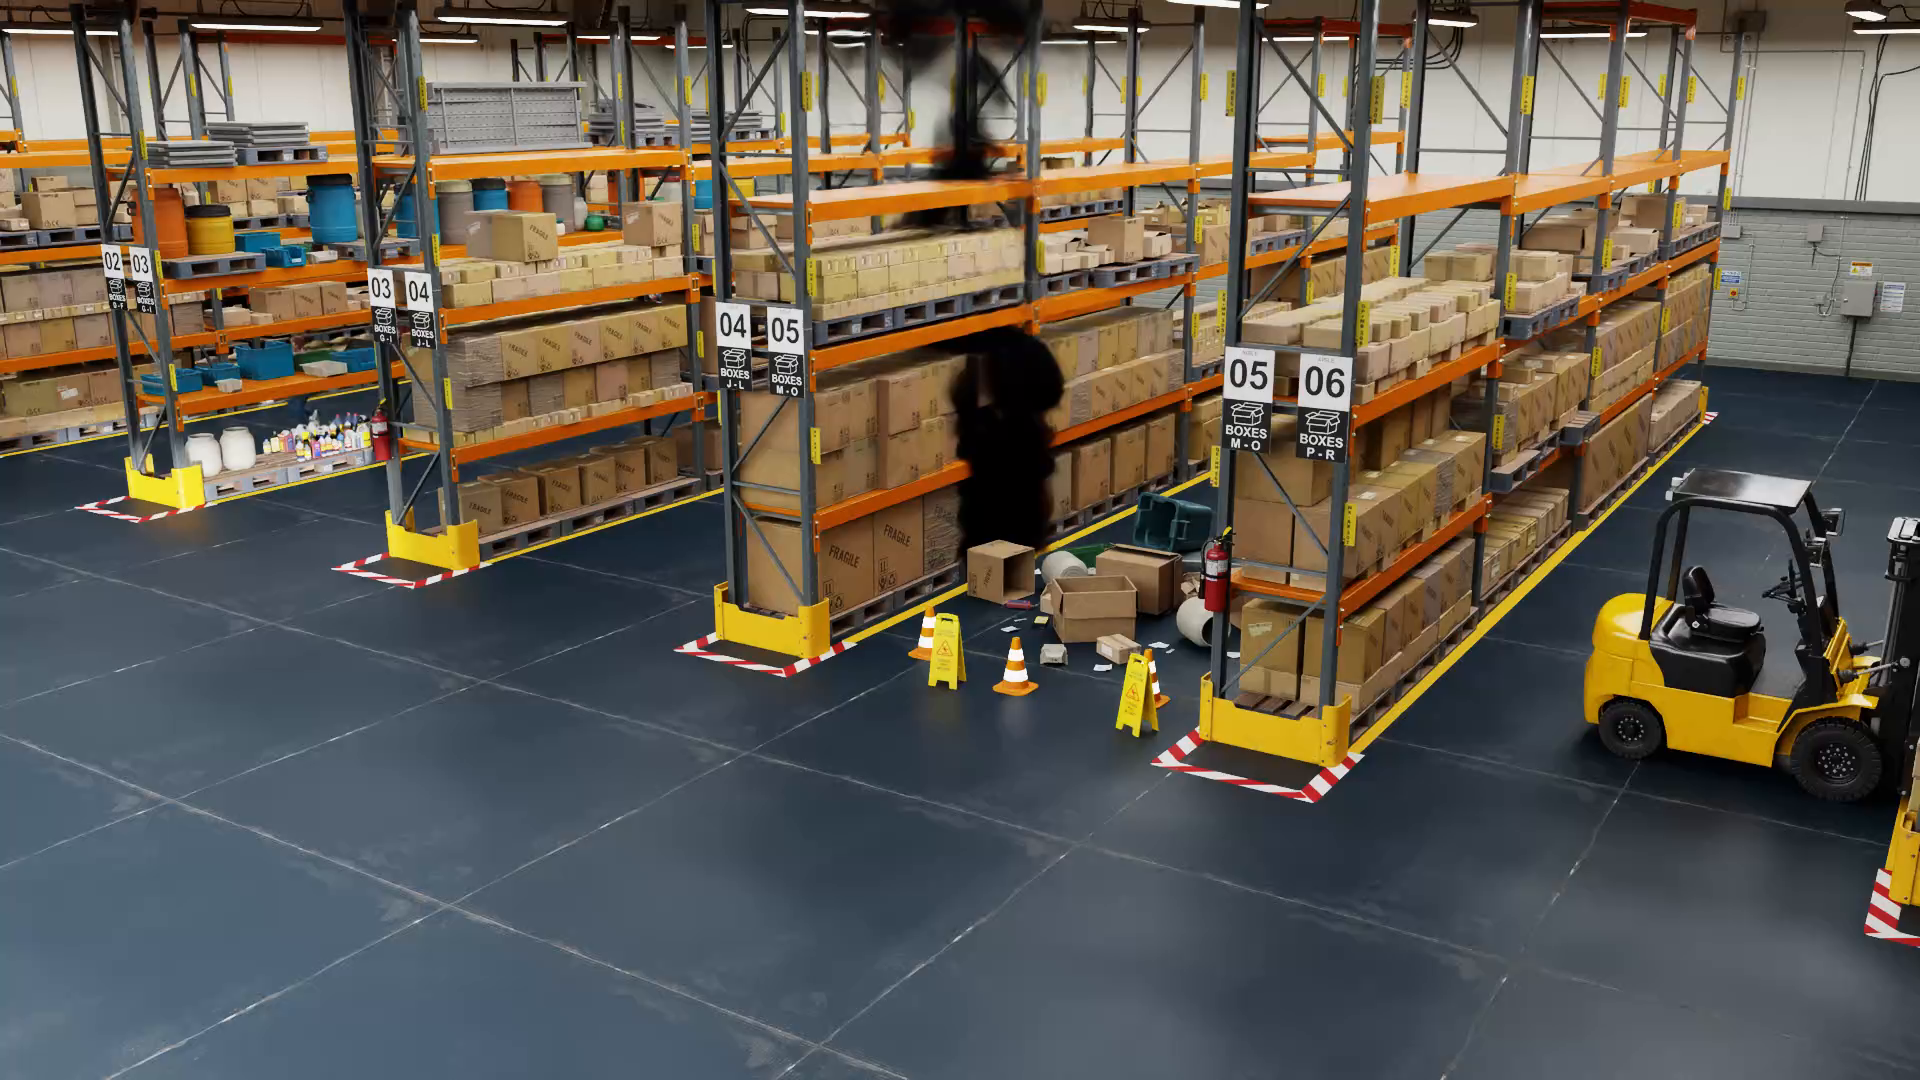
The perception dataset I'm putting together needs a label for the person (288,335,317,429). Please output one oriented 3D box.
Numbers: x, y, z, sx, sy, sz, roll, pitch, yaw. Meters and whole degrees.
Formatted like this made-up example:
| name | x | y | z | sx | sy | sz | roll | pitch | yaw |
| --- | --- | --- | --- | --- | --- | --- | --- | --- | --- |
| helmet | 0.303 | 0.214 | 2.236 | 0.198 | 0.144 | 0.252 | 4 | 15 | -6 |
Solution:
| name | x | y | z | sx | sy | sz | roll | pitch | yaw |
| --- | --- | --- | --- | --- | --- | --- | --- | --- | --- |
| person | -9.633 | -2.238 | 24.391 | 0.537 | 1.558 | 0.549 | 6 | 17 | 21 |
